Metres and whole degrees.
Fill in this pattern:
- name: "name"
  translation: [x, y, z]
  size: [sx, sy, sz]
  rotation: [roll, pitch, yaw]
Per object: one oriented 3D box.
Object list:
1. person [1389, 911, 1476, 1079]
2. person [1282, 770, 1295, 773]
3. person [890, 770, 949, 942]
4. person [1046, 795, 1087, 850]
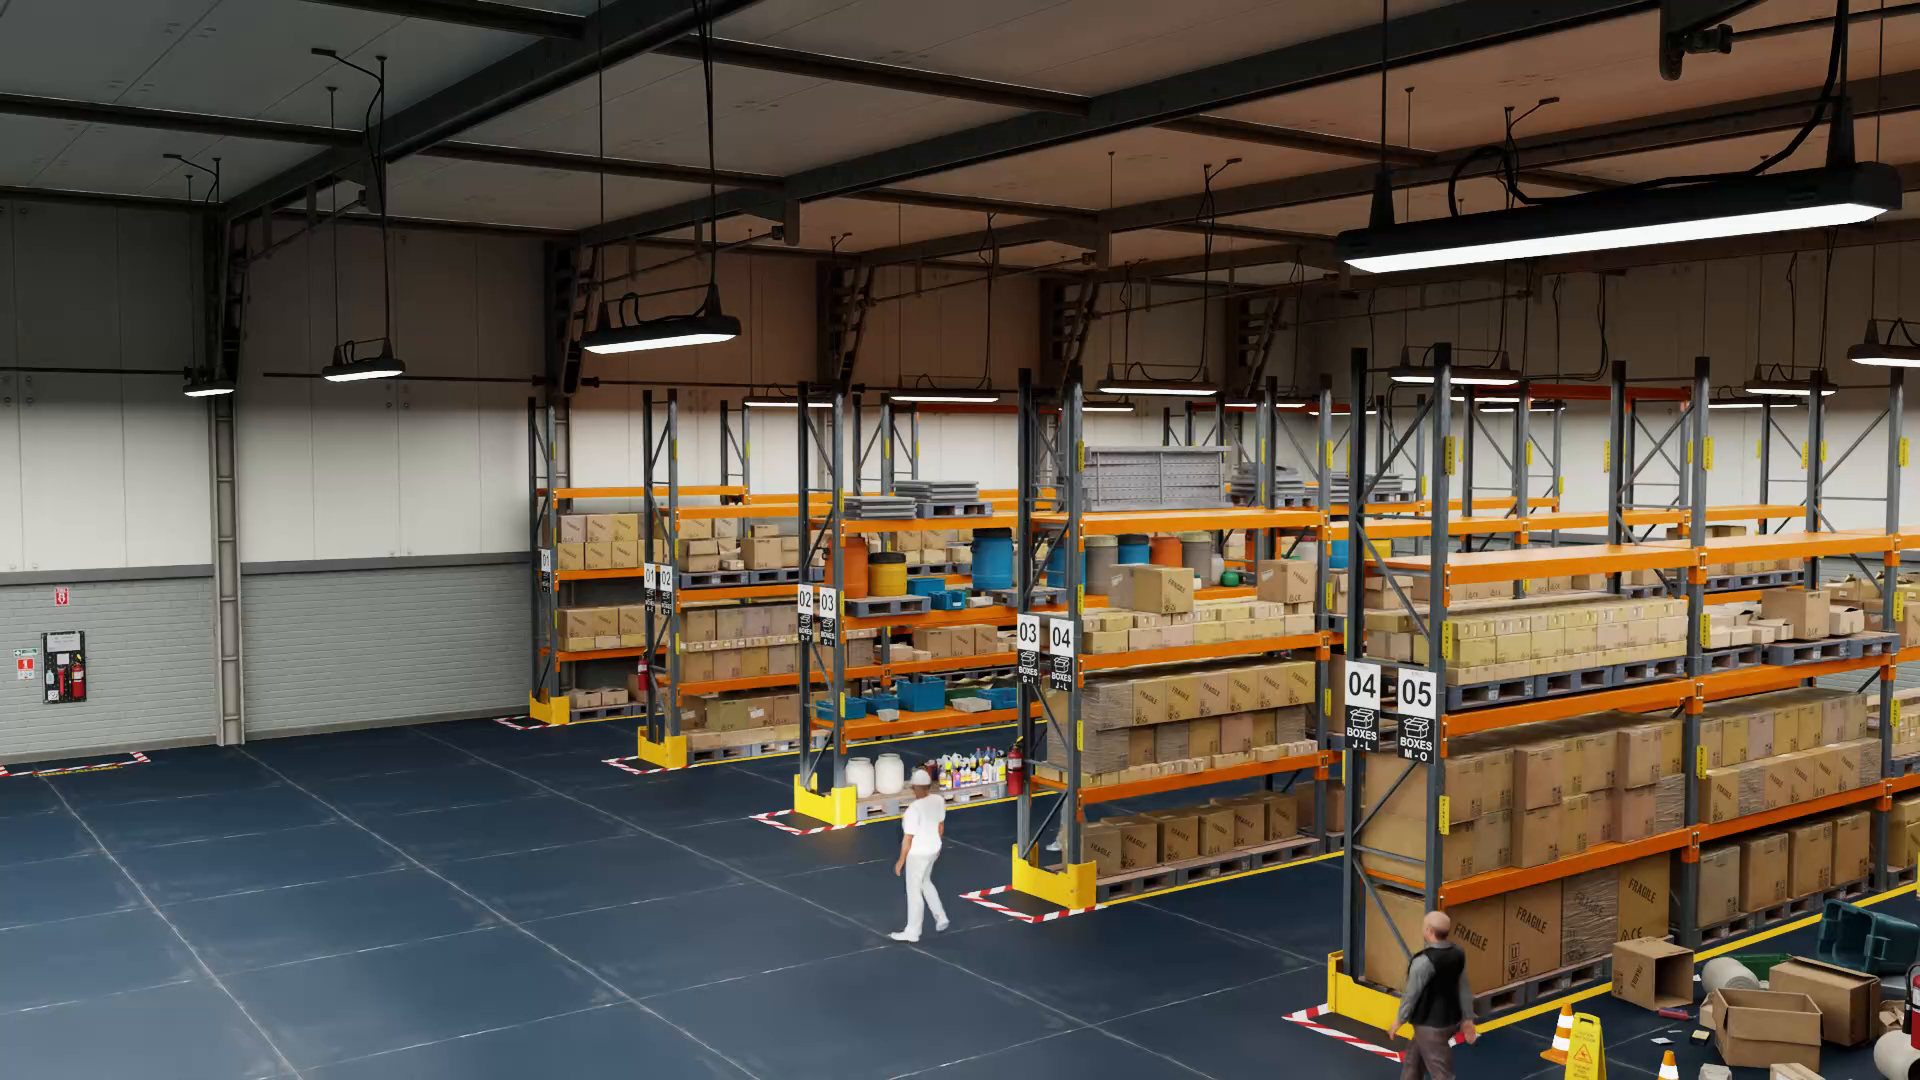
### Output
- name: "person"
  translation: [3.484, 3.589, 12.357]
  size: [1.027, 1.683, 0.531]
  rotation: [3, 4, 41]
- name: "person"
  translation: [4.997, 2.735, 26.061]
  size: [0.516, 1.794, 0.586]
  rotation: [-2, 4, -25]
- name: "person"
  translation: [-0.406, 3.251, 17.273]
  size: [0.502, 1.764, 0.661]
  rotation: [2, 4, 26]
- name: "person"
  translation: [1.390, 3.120, 21.093]
  size: [0.472, 1.607, 0.452]
  rotation: [2, 4, 32]
